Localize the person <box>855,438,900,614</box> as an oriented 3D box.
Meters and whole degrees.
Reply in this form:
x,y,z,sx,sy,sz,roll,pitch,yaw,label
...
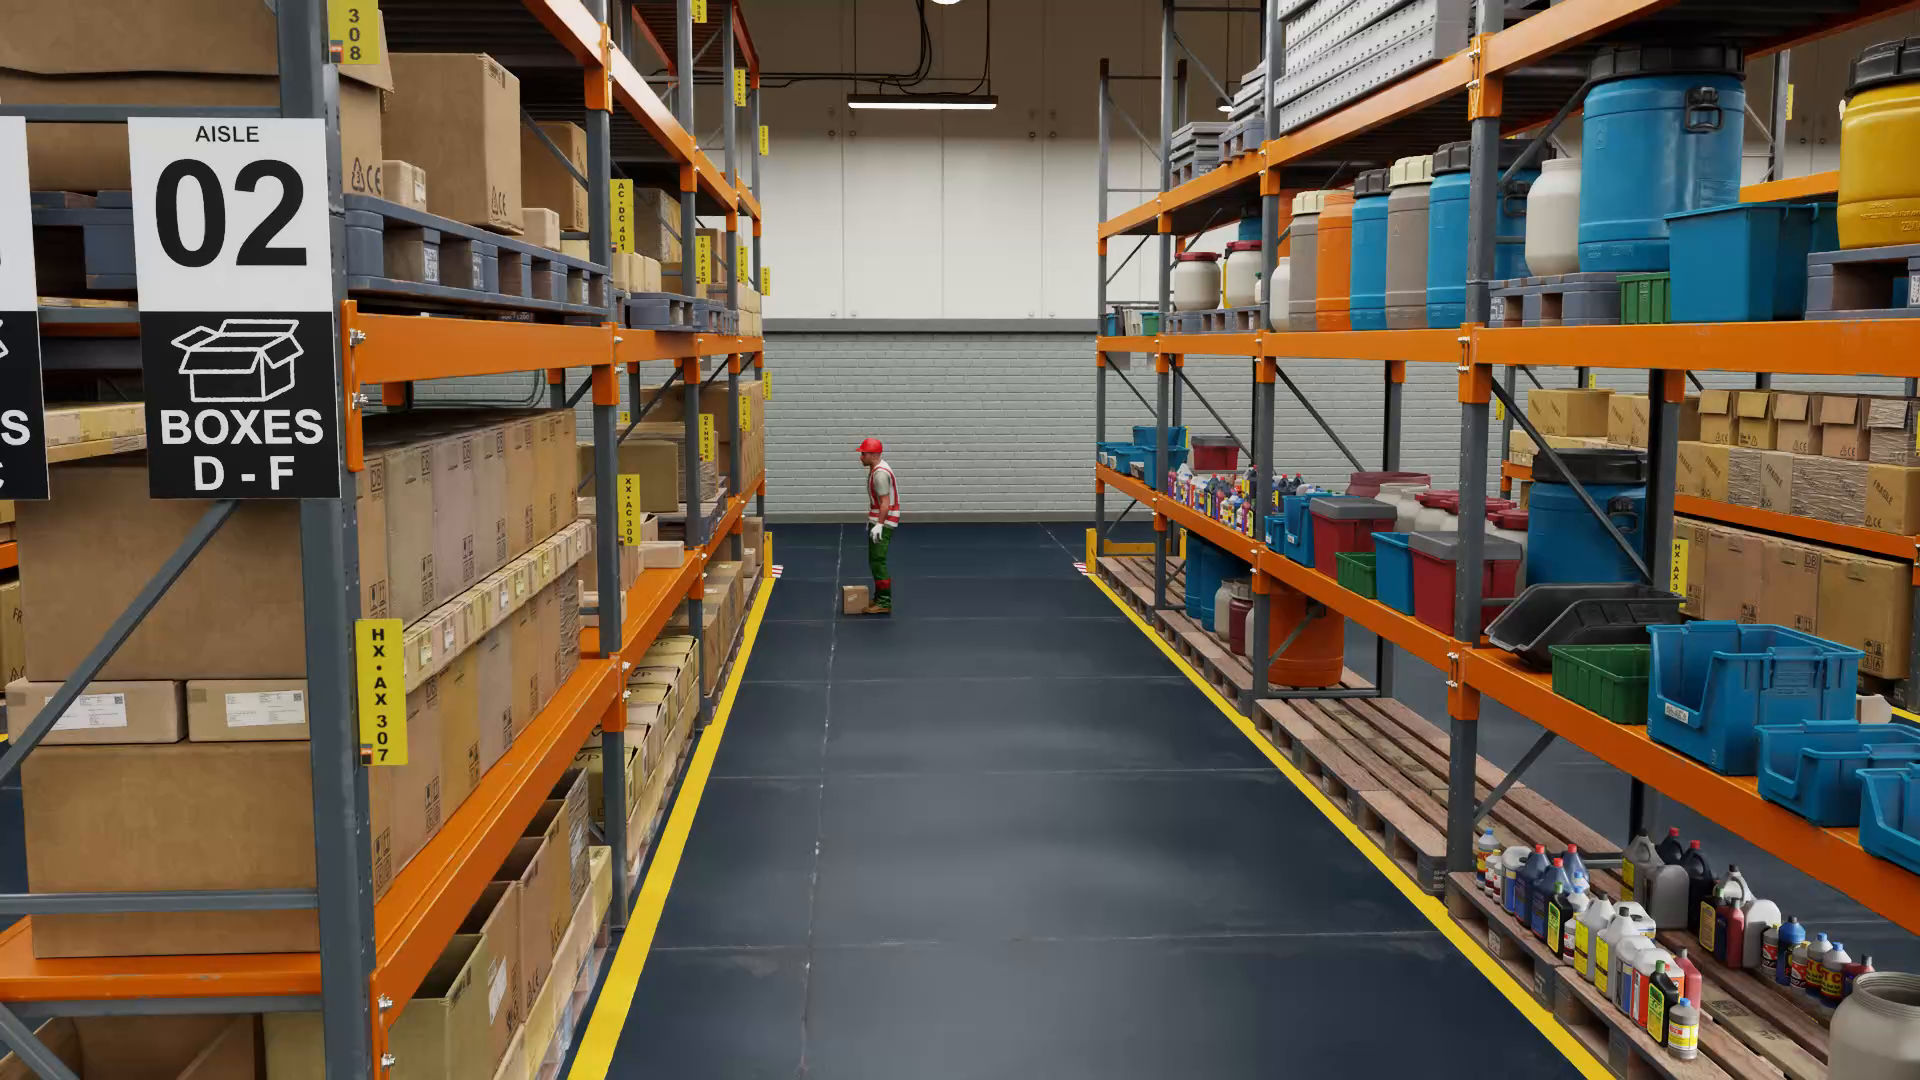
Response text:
x,y,z,sx,sy,sz,roll,pitch,yaw,label
-0.842,-0.149,16.924,0.447,1.780,0.620,-1,7,-7,person
